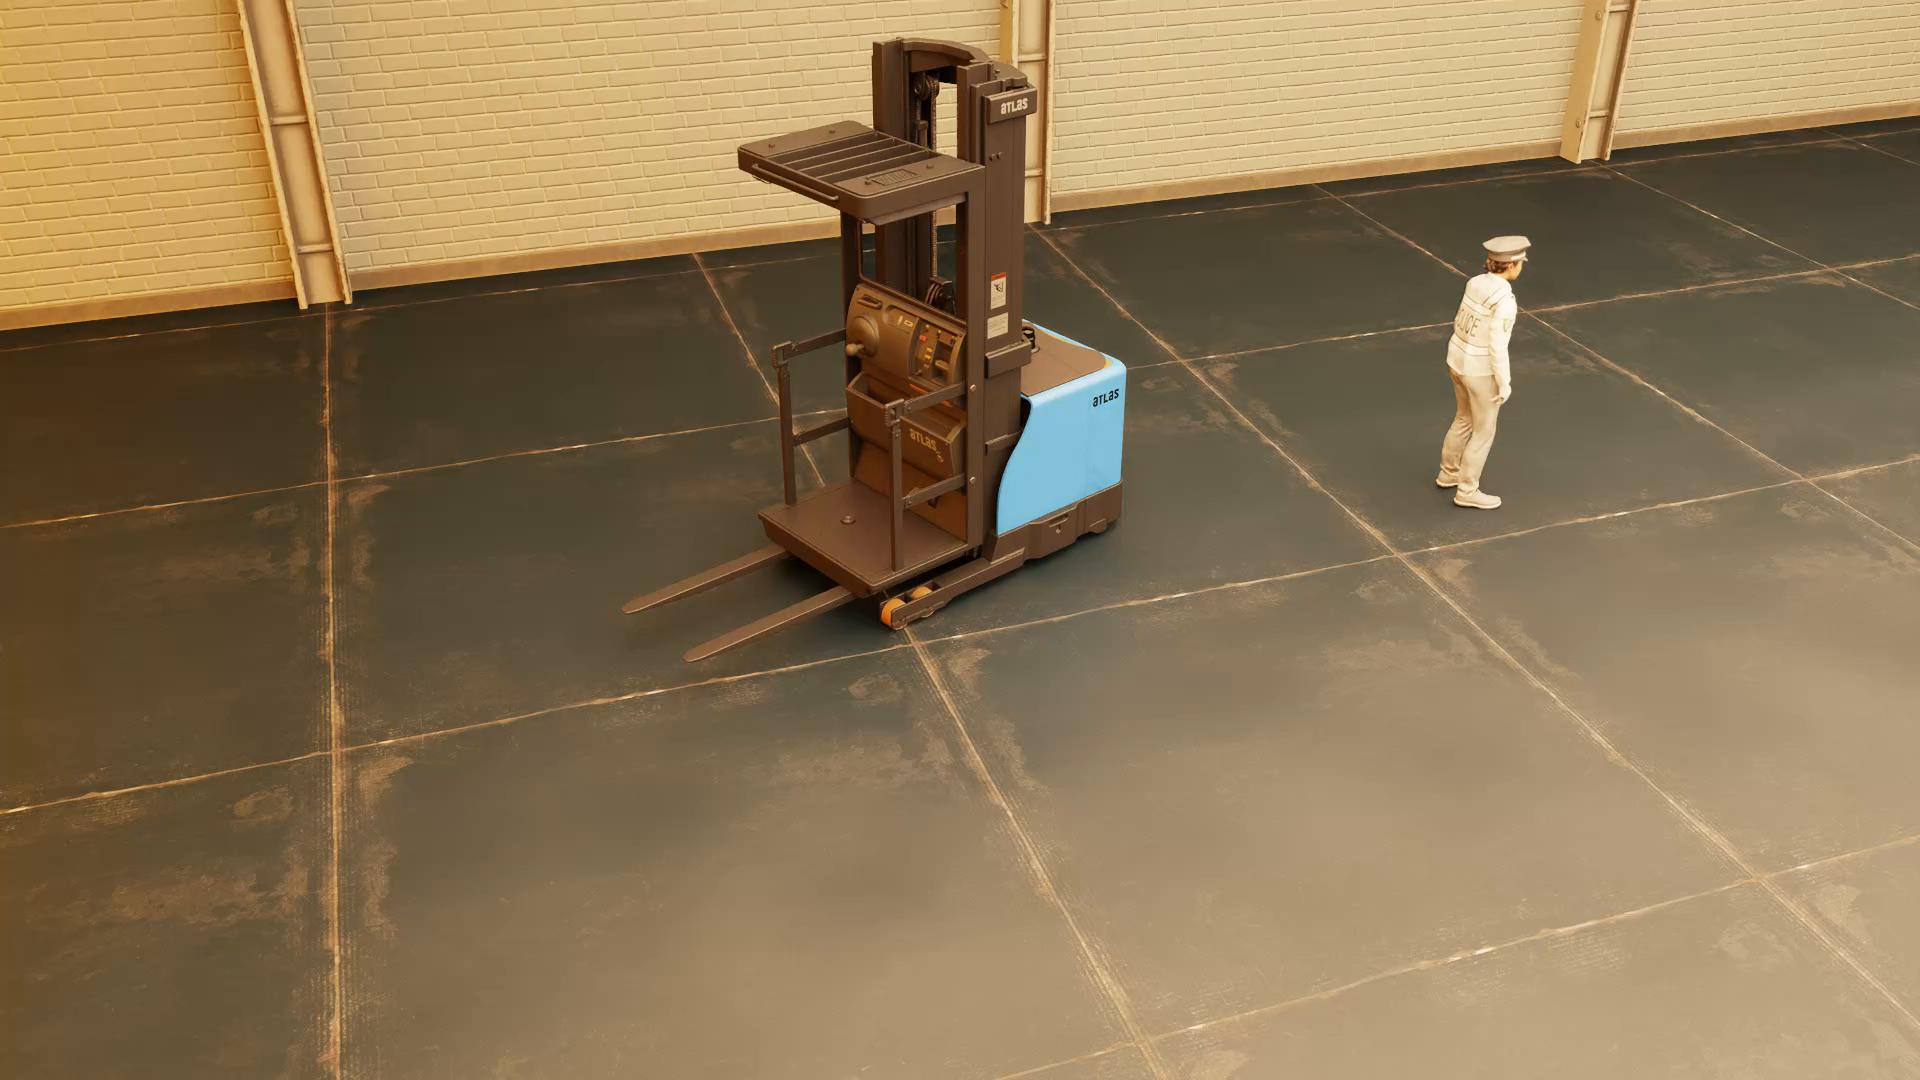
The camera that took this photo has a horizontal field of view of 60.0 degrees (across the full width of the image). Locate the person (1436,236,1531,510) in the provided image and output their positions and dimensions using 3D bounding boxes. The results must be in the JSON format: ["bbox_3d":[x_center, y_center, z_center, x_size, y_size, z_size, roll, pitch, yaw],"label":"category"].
[{"bbox_3d":[3.177,-1.033,10.155,0.372,1.665,0.543,-6,30,-10],"label":"person"}]

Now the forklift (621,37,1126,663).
[{"bbox_3d":[-0.461,-1.072,8.951,3.031,2.935,1.130,-23,37,-34],"label":"forklift"}]
